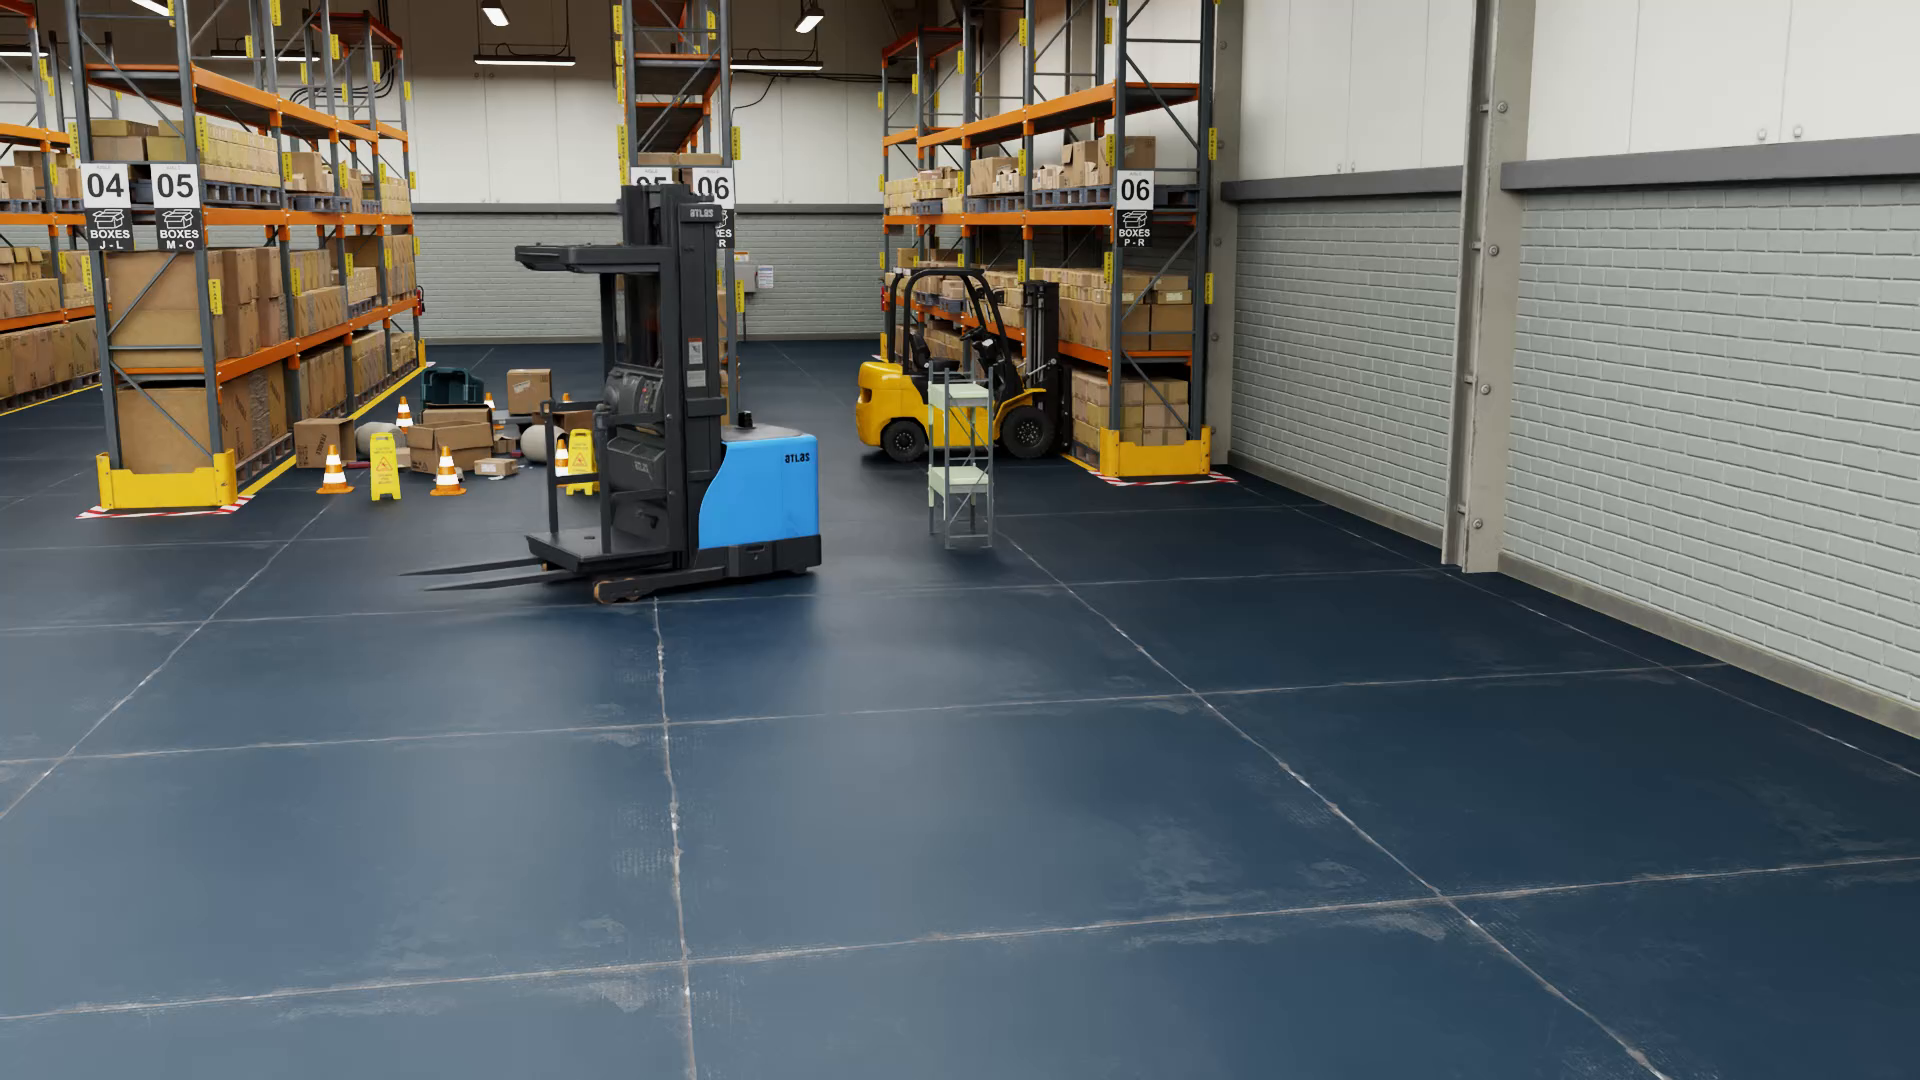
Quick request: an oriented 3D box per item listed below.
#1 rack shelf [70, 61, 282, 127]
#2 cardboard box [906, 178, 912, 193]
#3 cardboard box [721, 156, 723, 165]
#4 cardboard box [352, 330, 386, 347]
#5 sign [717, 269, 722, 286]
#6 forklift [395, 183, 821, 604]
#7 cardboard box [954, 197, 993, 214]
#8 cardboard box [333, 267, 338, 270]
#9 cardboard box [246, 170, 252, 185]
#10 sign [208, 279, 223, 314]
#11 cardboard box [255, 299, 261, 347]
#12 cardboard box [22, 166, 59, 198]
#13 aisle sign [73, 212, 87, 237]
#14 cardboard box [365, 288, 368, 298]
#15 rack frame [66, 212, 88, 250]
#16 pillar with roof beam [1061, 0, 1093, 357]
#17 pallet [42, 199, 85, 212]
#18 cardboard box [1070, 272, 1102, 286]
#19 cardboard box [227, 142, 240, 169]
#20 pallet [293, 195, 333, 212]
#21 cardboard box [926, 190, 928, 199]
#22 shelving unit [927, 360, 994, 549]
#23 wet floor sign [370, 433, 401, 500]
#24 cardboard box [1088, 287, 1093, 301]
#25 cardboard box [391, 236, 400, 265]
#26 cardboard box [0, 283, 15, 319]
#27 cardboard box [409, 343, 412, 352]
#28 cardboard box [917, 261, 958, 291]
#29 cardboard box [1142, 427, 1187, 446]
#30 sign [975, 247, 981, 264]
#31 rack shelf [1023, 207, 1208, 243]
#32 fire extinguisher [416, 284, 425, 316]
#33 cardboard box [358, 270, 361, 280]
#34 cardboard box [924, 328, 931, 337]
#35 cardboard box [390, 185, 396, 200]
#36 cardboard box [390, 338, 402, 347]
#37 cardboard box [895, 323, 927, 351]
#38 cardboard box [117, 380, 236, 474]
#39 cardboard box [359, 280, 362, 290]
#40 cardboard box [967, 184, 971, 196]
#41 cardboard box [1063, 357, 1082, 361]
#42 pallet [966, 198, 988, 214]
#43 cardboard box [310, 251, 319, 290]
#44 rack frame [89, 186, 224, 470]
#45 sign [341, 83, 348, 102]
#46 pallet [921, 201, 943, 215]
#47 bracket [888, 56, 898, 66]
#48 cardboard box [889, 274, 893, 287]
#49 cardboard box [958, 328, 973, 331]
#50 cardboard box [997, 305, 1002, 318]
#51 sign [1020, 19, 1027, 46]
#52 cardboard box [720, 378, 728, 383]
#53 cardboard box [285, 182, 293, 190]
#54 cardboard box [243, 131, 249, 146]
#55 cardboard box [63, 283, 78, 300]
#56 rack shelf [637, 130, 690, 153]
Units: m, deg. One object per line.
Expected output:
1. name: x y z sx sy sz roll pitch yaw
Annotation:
1. rack shelf: -7.990 -4.585 17.215 1.077 0.370 4.000 -2 11 -11
2. cardboard box: -0.672 -6.370 29.889 0.500 0.250 0.500 -2 11 -12
3. cardboard box: -2.662 -3.977 17.585 0.380 0.149 0.250 -2 11 -11
4. cardboard box: -9.542 -3.242 26.762 0.500 0.250 0.500 -2 11 -13
5. sign: -3.012 -3.200 20.671 0.100 0.325 0.005 -2 11 -11
6. forklift: -2.570 -1.097 12.123 3.031 2.935 1.130 -7 13 -34
7. cardboard box: 0.210 -5.154 25.629 0.500 0.250 0.500 -2 11 -13
8. cardboard box: -10.306 -4.296 27.682 0.500 0.500 0.500 -2 11 -11
9. cardboard box: -7.696 -3.826 17.532 0.380 0.149 0.250 -2 11 -11
10. sign: -7.055 -2.305 15.756 0.100 0.325 0.005 -2 11 -11
11. cardboard box: -8.176 -2.358 18.162 0.875 0.550 0.550 -2 11 -11
12. cardboard box: -15.031 -5.780 26.861 0.700 0.500 0.500 -3 11 -14
13. aisle sign: -15.906 -5.873 30.080 0.394 0.787 0.004 -2 11 -11
14. cardboard box: -9.457 -3.849 25.947 0.380 0.149 0.250 -3 11 -13
15. rack frame: -15.597 -4.594 30.311 1.000 3.000 0.127 -2 11 -11
16. pillar with roof beam: -2.538 -6.253 22.980 9.100 9.000 0.400 -2 11 -11
17. pallet: -15.202 -5.664 28.148 1.003 0.211 1.213 -2 11 -11
18. cardboard box: 1.481 -3.003 19.156 0.380 0.149 0.250 -2 11 -10
19. cardboard box: -7.641 -3.906 16.890 0.500 0.250 0.500 -2 11 -11
20. pallet: -8.759 -4.348 21.502 1.003 0.211 1.213 -2 11 -8
21. cardboard box: -0.361 -5.751 27.649 0.380 0.149 0.250 -2 11 -12
22. shelving unit: 0.001 -0.736 14.050 0.431 1.500 0.755 -2 11 -11
23. wet floor sign: -5.653 -0.732 16.314 0.267 0.644 0.232 -4 12 -21
24. cardboard box: 1.655 -2.764 18.693 0.380 0.149 0.250 -2 11 -11
25. cardboard box: -9.967 -4.988 28.646 0.500 0.500 0.500 -2 11 -10
26. cardboard box: -14.075 -3.463 24.103 0.500 0.500 0.500 -2 11 -12
27. cardboard box: -10.227 -3.526 30.406 0.380 0.149 0.250 -3 11 -13
28. cardboard box: -0.356 -4.561 28.744 0.700 0.500 0.500 -2 11 -10
29. cardboard box: 2.200 -1.154 18.467 0.500 0.250 0.500 -2 11 -11
30. sign: 0.313 -4.992 29.303 0.100 0.325 0.005 -2 11 -11
31. rack shelf: 1.715 -3.688 19.453 1.077 0.370 4.000 -2 11 -11
32. fire extinguisher: -10.309 -4.598 31.534 0.296 0.674 0.183 -2 11 -11
33. cardboard box: -9.358 -4.042 25.371 0.380 0.149 0.250 -2 11 -12
34. cardboard box: -0.422 -3.624 29.039 0.380 0.149 0.250 -2 11 -8
35. cardboard box: -9.969 -5.949 28.472 0.500 0.250 0.500 -2 11 -10
36. cardboard box: -10.077 -3.479 29.361 0.380 0.149 0.250 -2 11 -11
37. cardboard box: -0.982 -4.000 32.743 0.797 0.503 0.637 -3 11 -13
38. cardboard box: -7.797 -1.106 16.544 0.875 0.875 0.875 -2 11 -11
39. cardboard box: -9.362 -3.899 25.413 0.380 0.149 0.250 -2 11 -9
40. cardboard box: 0.317 -5.208 24.746 0.380 0.166 0.250 -2 11 -11
41. cardboard box: 1.611 -2.198 21.280 0.500 0.250 0.500 -2 11 -10
42. pallet: 0.767 -4.928 24.548 1.213 0.211 1.003 -2 11 -8
43. cardboard box: -8.877 -3.560 21.934 0.700 0.500 0.500 -2 11 -12
44. rack frame: -7.601 -1.821 15.744 1.000 3.000 0.127 -2 11 -11
45. sign: -11.245 -8.181 30.402 0.100 0.325 0.005 -2 11 -11
46. pallet: 0.032 -5.471 27.398 1.213 0.211 1.003 -2 11 -11
47. bracket: -1.539 -10.876 37.645 0.235 0.232 0.430 -2 11 -11
48. cardboard box: -1.086 -5.023 32.168 0.500 0.250 0.500 -2 11 -10
49. cardboard box: 0.180 -3.594 28.884 0.380 0.149 0.250 -2 11 -11
50. cardboard box: 0.801 -3.128 23.011 0.500 0.250 0.500 -2 11 -11
51. sign: 0.796 -6.358 20.822 0.100 0.325 0.005 -2 11 -11
52. cardboard box: -2.761 -1.502 18.290 0.500 0.500 0.500 -3 11 -13
53. cardboard box: -8.337 -4.360 20.339 0.250 0.149 0.380 -2 11 -11
54. cardboard box: -7.699 -4.218 17.463 0.380 0.149 0.250 -2 11 -10
55. cardboard box: -14.654 -4.029 26.946 0.500 0.250 0.500 -2 11 -12
56. rack shelf: -4.710 -6.251 25.967 1.077 0.370 4.000 -2 11 -11
